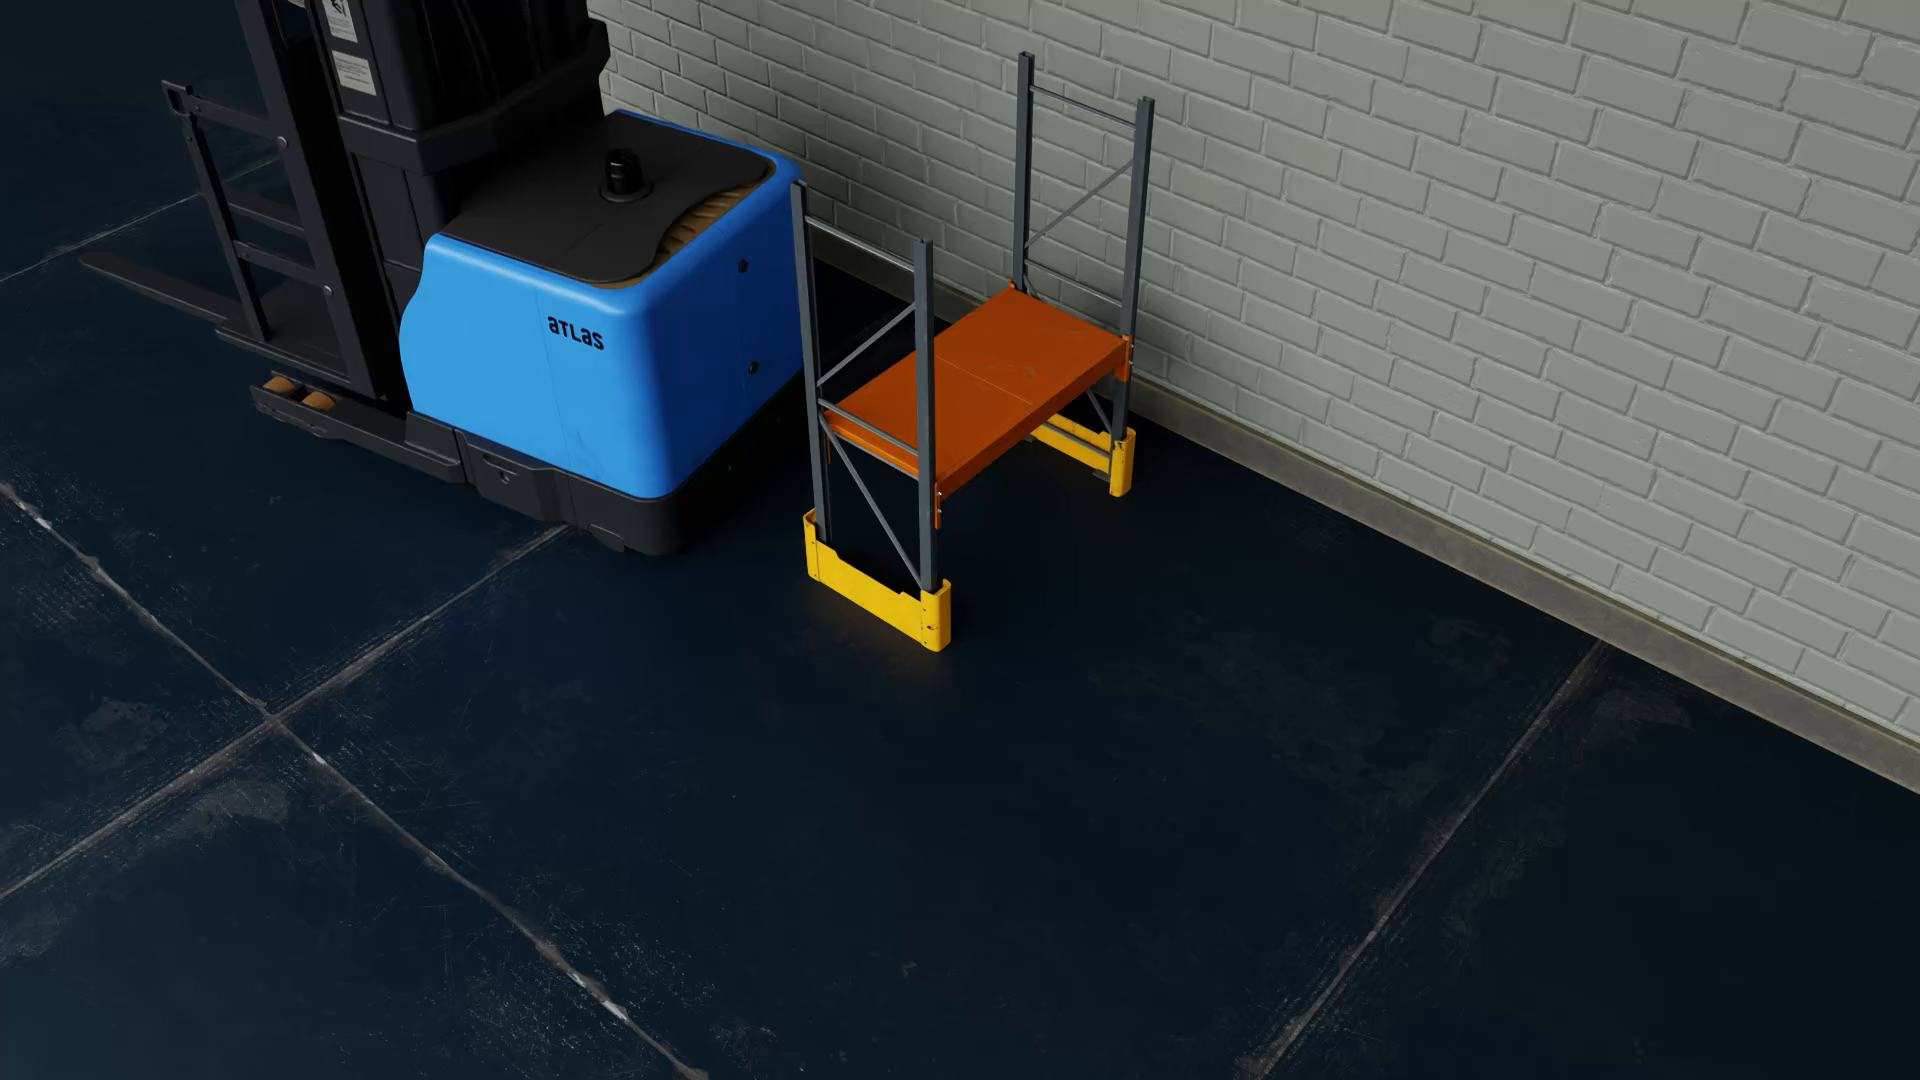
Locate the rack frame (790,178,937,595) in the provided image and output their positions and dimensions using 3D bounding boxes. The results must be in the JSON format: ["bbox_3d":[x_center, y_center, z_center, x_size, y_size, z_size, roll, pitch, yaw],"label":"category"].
[{"bbox_3d":[-0.272,-0.337,5.006,0.500,1.500,0.032,29,50,28],"label":"rack frame"}]

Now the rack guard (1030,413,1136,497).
[{"bbox_3d":[0.370,-0.388,5.991,0.587,0.250,0.087,29,50,28],"label":"rack guard"}]

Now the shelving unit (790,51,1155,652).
[{"bbox_3d":[0.049,-0.594,5.289,0.587,1.500,1.083,29,50,28],"label":"shelving unit"}]

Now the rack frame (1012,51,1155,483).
[{"bbox_3d":[0.382,-0.861,5.582,0.500,1.500,0.032,29,50,28],"label":"rack frame"}]

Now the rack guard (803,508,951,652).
[{"bbox_3d":[-0.271,0.125,5.427,0.587,0.250,0.087,29,50,28],"label":"rack guard"}]

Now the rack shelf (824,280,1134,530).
[{"bbox_3d":[0.055,-0.466,5.415,0.538,0.185,1.000,29,50,28],"label":"rack shelf"}]

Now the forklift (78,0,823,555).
[{"bbox_3d":[-2.050,-1.754,5.501,3.031,2.935,1.130,20,46,21],"label":"forklift"}]
